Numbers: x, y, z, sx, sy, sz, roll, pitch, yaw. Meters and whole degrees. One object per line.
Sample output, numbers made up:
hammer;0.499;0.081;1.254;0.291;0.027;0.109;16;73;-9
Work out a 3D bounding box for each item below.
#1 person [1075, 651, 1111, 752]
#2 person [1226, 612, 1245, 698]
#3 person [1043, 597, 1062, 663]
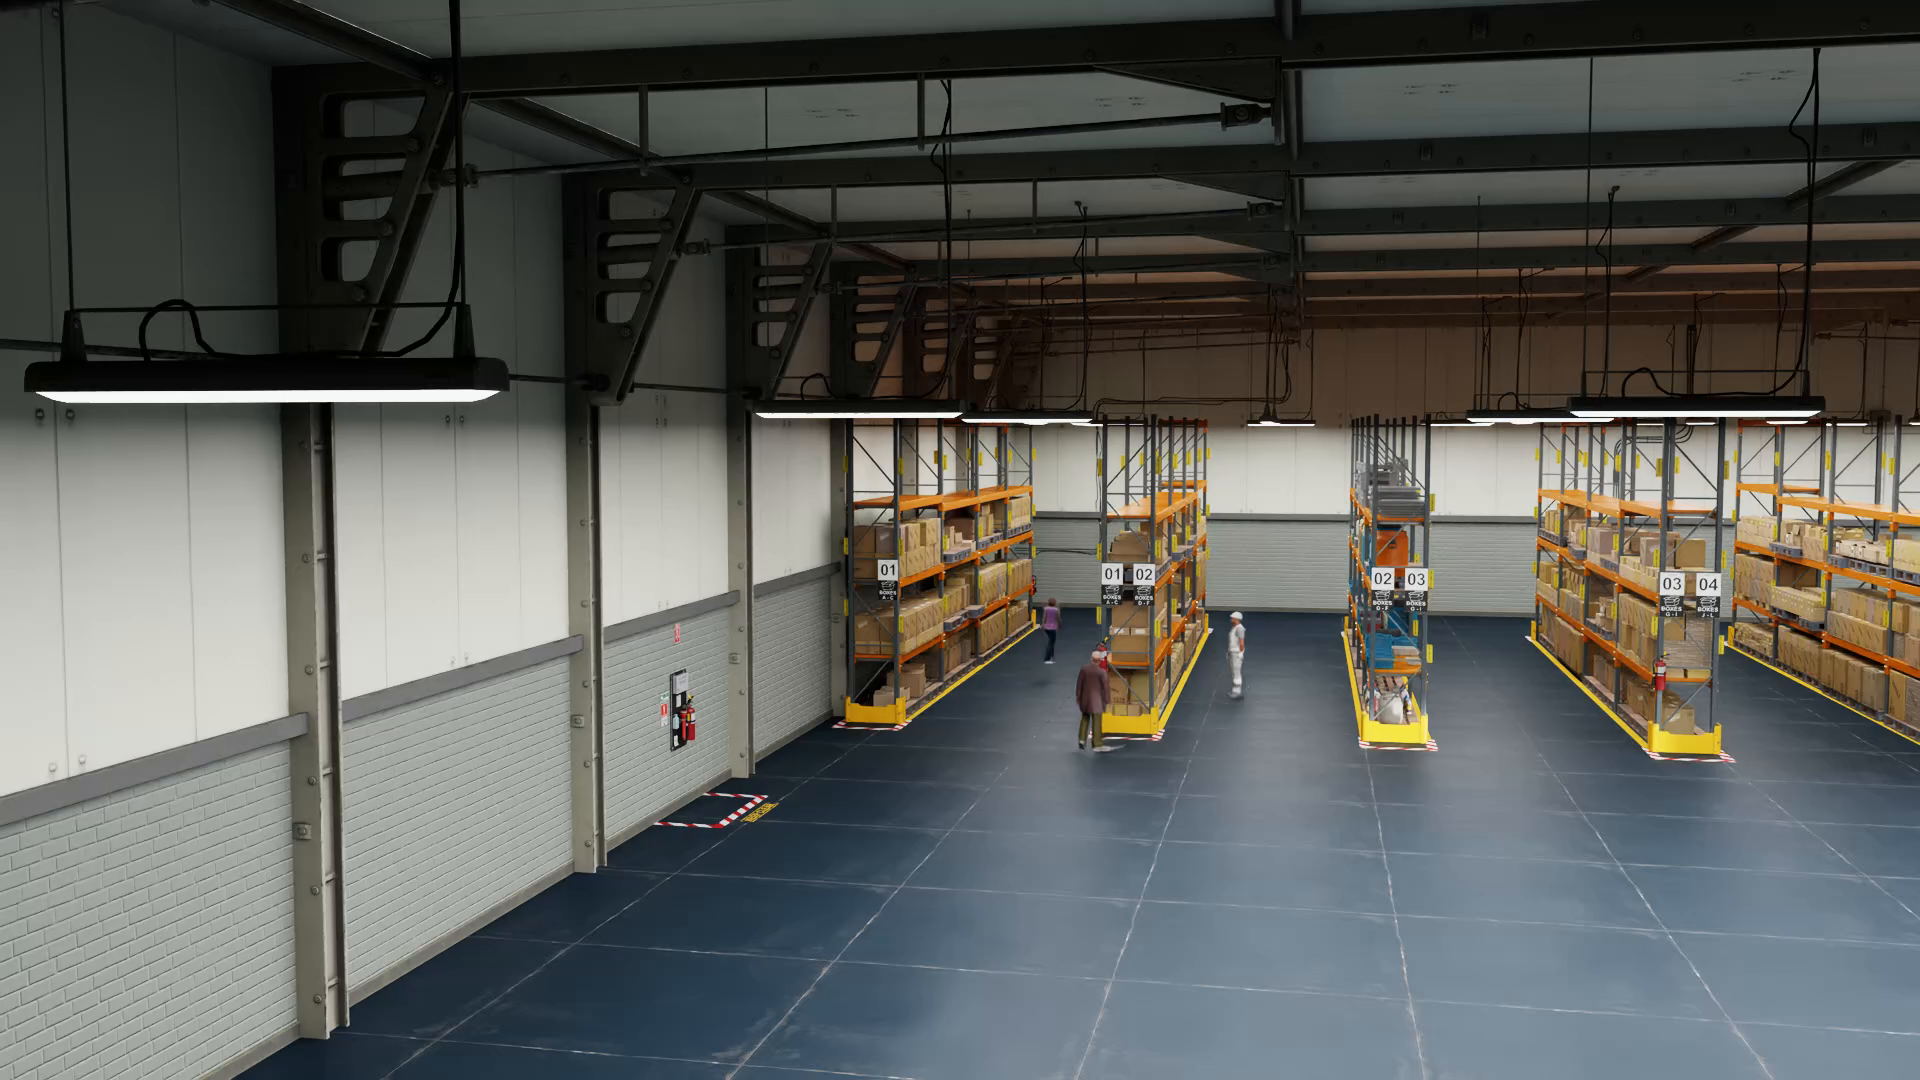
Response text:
person;2.372;2.879;29.600;0.673;1.821;0.423;3;5;42
person;5.893;2.449;35.703;0.441;1.805;0.654;-1;4;-9
person;2.175;2.125;38.939;0.524;1.611;0.409;-3;5;-41
